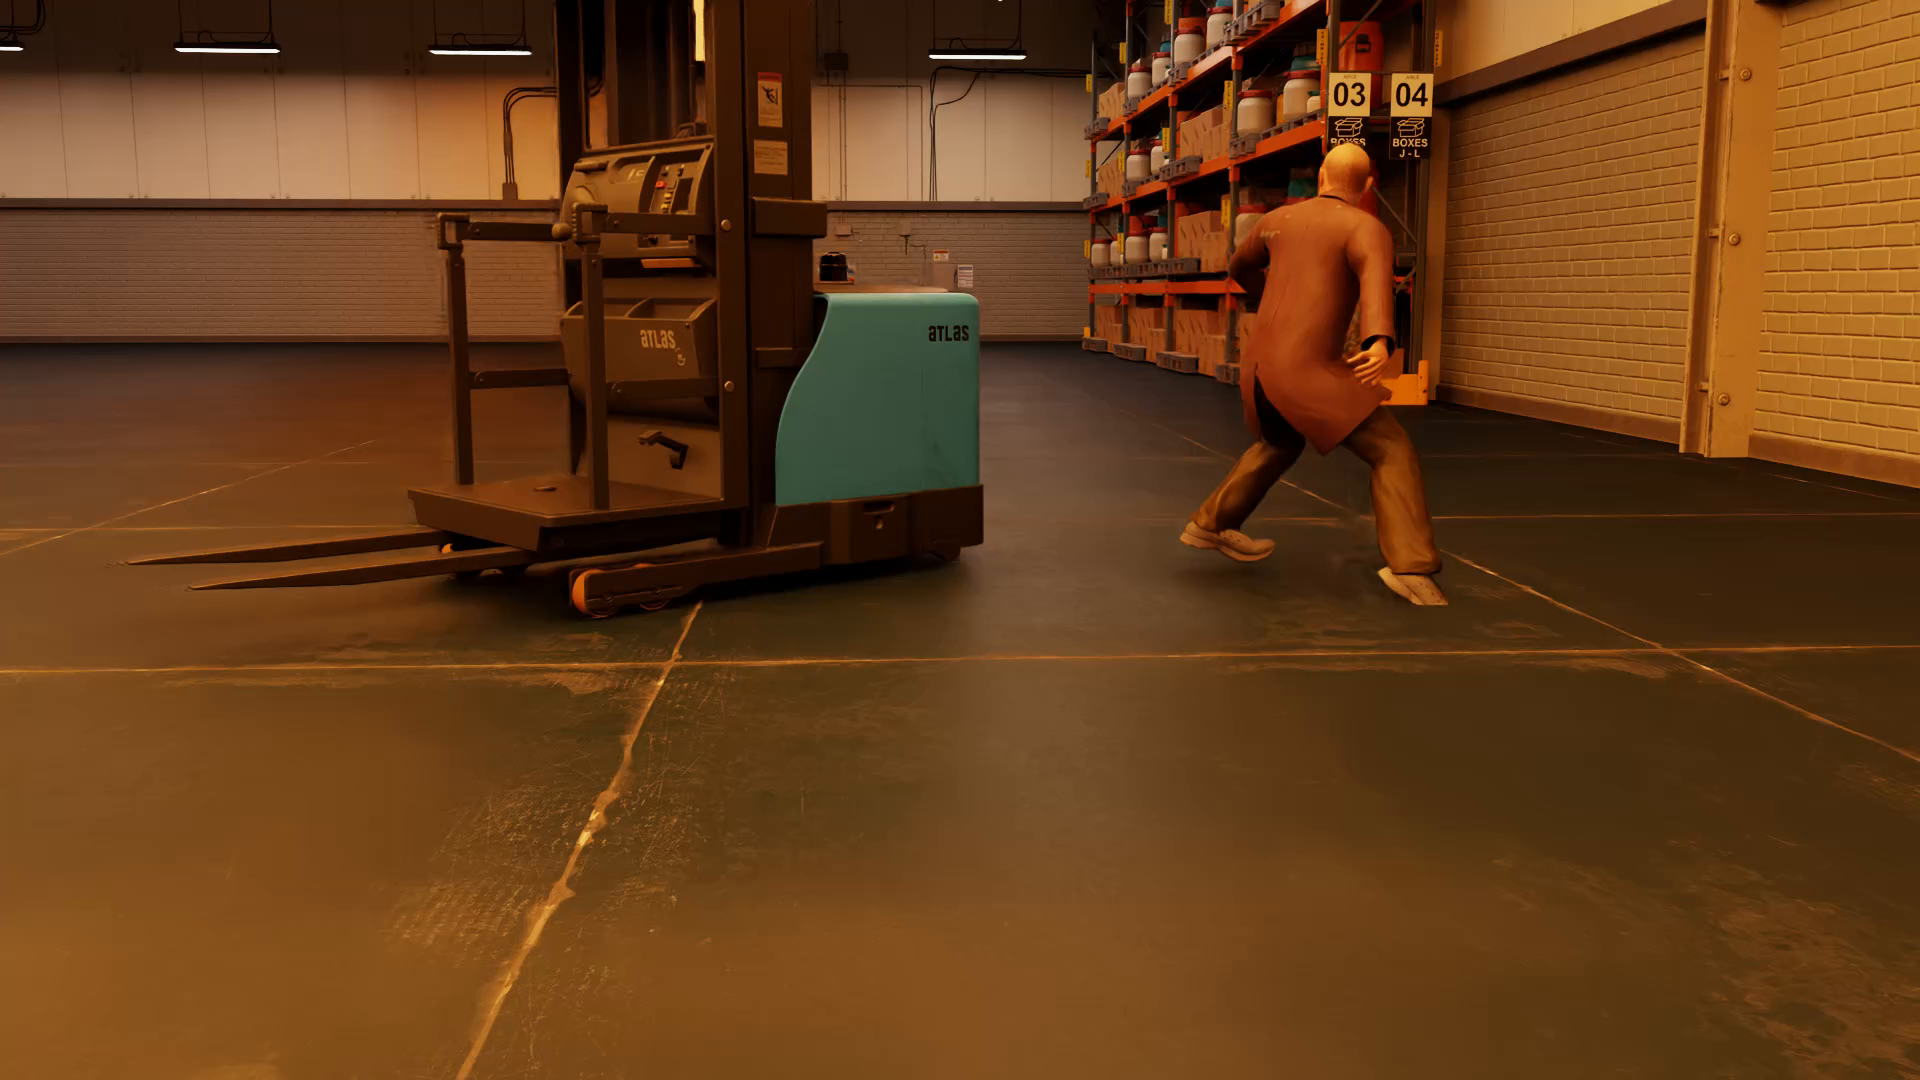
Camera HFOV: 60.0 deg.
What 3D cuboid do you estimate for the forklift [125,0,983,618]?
[{"bbox_3d":[-1.337,-1.275,5.916,3.031,2.935,1.130,-8,11,-42],"label":"forklift"}]

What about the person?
[{"bbox_3d":[1.333,-0.567,6.073,0.602,1.739,1.143,-4,9,-24],"label":"person"}]
